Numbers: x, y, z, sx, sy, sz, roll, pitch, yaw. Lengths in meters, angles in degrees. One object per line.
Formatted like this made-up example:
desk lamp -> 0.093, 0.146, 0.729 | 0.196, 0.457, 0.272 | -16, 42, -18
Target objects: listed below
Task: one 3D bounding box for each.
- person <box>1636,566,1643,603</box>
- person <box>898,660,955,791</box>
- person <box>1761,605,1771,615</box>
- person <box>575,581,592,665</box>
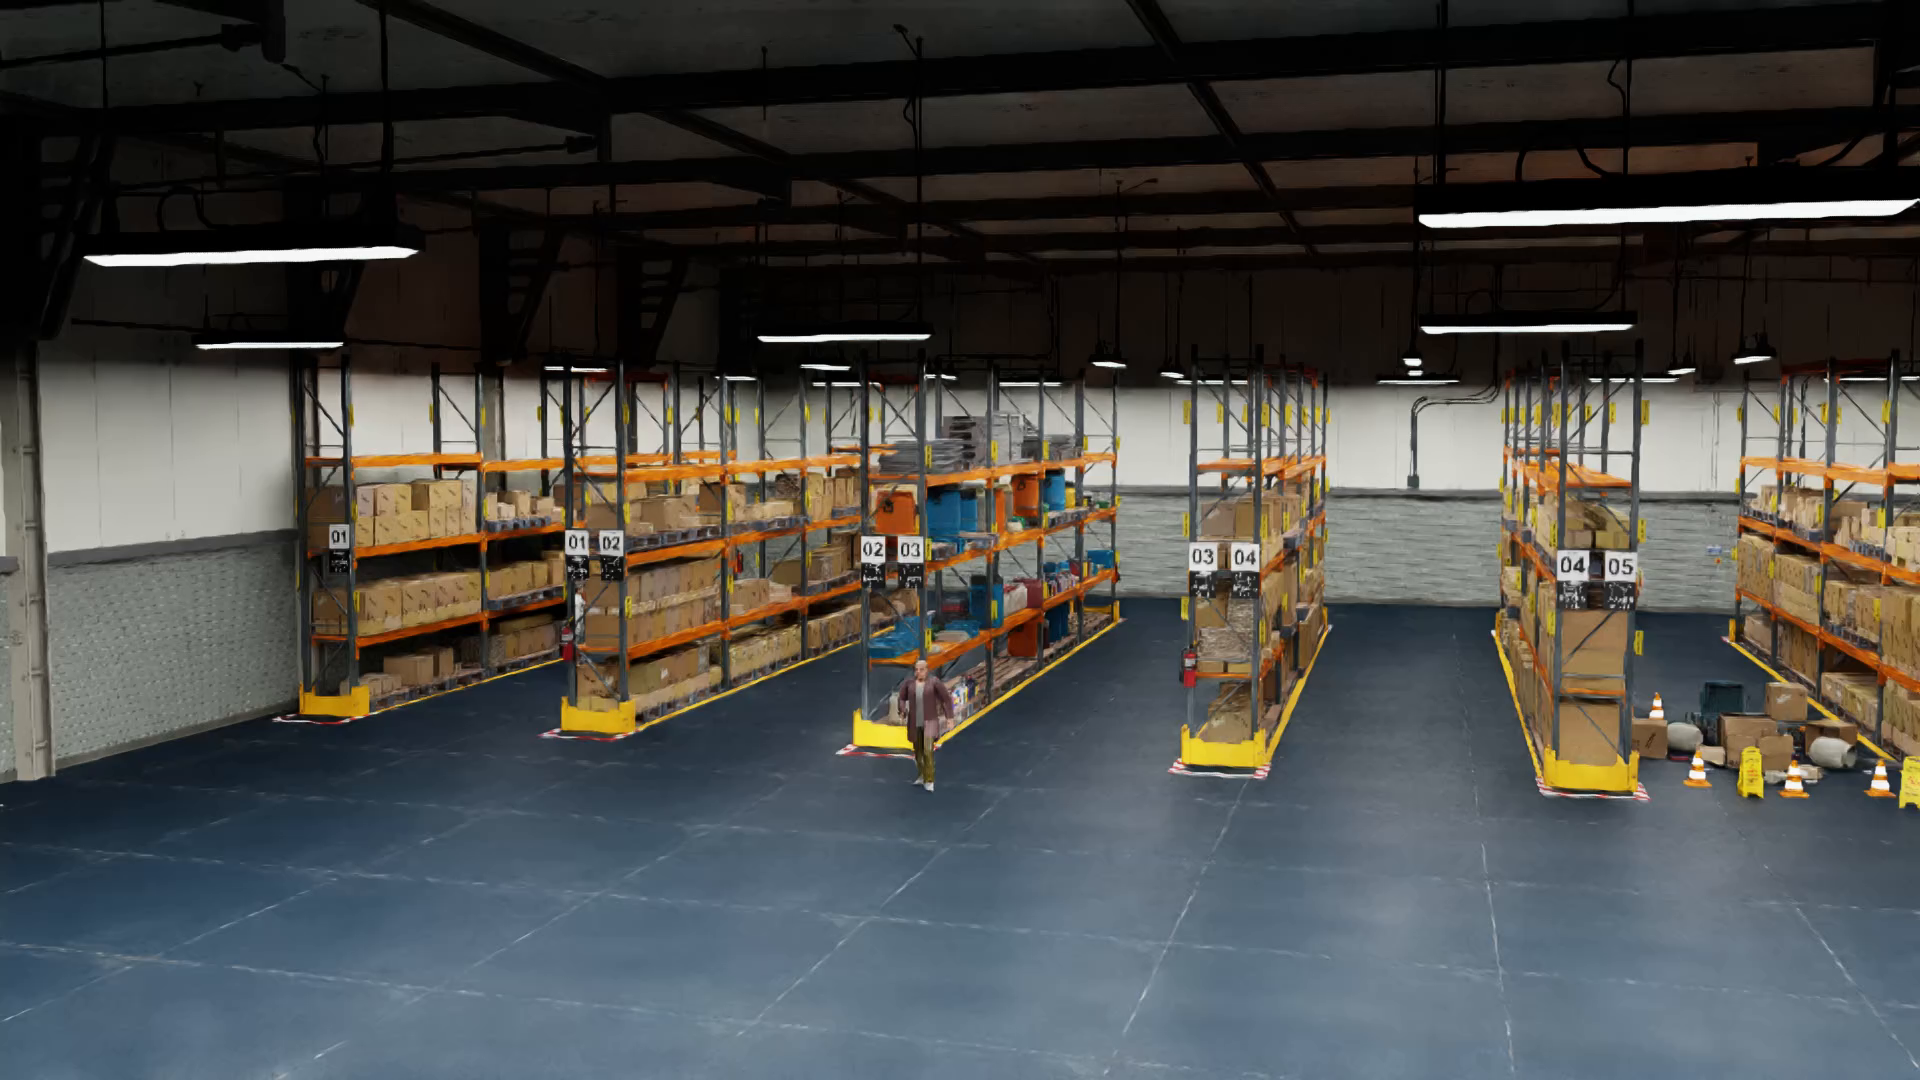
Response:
person -> 16.342, 1.165, 40.361 | 0.446, 1.591, 1.110 | 1, 4, 13
person -> -0.482, 2.461, 22.343 | 0.750, 1.737, 0.747 | 1, 5, 19
person -> 19.027, 1.328, 39.161 | 0.437, 1.463, 0.610 | -1, 5, -19
person -> -7.603, 1.666, 33.224 | 0.434, 1.672, 0.550 | -1, 4, -8
